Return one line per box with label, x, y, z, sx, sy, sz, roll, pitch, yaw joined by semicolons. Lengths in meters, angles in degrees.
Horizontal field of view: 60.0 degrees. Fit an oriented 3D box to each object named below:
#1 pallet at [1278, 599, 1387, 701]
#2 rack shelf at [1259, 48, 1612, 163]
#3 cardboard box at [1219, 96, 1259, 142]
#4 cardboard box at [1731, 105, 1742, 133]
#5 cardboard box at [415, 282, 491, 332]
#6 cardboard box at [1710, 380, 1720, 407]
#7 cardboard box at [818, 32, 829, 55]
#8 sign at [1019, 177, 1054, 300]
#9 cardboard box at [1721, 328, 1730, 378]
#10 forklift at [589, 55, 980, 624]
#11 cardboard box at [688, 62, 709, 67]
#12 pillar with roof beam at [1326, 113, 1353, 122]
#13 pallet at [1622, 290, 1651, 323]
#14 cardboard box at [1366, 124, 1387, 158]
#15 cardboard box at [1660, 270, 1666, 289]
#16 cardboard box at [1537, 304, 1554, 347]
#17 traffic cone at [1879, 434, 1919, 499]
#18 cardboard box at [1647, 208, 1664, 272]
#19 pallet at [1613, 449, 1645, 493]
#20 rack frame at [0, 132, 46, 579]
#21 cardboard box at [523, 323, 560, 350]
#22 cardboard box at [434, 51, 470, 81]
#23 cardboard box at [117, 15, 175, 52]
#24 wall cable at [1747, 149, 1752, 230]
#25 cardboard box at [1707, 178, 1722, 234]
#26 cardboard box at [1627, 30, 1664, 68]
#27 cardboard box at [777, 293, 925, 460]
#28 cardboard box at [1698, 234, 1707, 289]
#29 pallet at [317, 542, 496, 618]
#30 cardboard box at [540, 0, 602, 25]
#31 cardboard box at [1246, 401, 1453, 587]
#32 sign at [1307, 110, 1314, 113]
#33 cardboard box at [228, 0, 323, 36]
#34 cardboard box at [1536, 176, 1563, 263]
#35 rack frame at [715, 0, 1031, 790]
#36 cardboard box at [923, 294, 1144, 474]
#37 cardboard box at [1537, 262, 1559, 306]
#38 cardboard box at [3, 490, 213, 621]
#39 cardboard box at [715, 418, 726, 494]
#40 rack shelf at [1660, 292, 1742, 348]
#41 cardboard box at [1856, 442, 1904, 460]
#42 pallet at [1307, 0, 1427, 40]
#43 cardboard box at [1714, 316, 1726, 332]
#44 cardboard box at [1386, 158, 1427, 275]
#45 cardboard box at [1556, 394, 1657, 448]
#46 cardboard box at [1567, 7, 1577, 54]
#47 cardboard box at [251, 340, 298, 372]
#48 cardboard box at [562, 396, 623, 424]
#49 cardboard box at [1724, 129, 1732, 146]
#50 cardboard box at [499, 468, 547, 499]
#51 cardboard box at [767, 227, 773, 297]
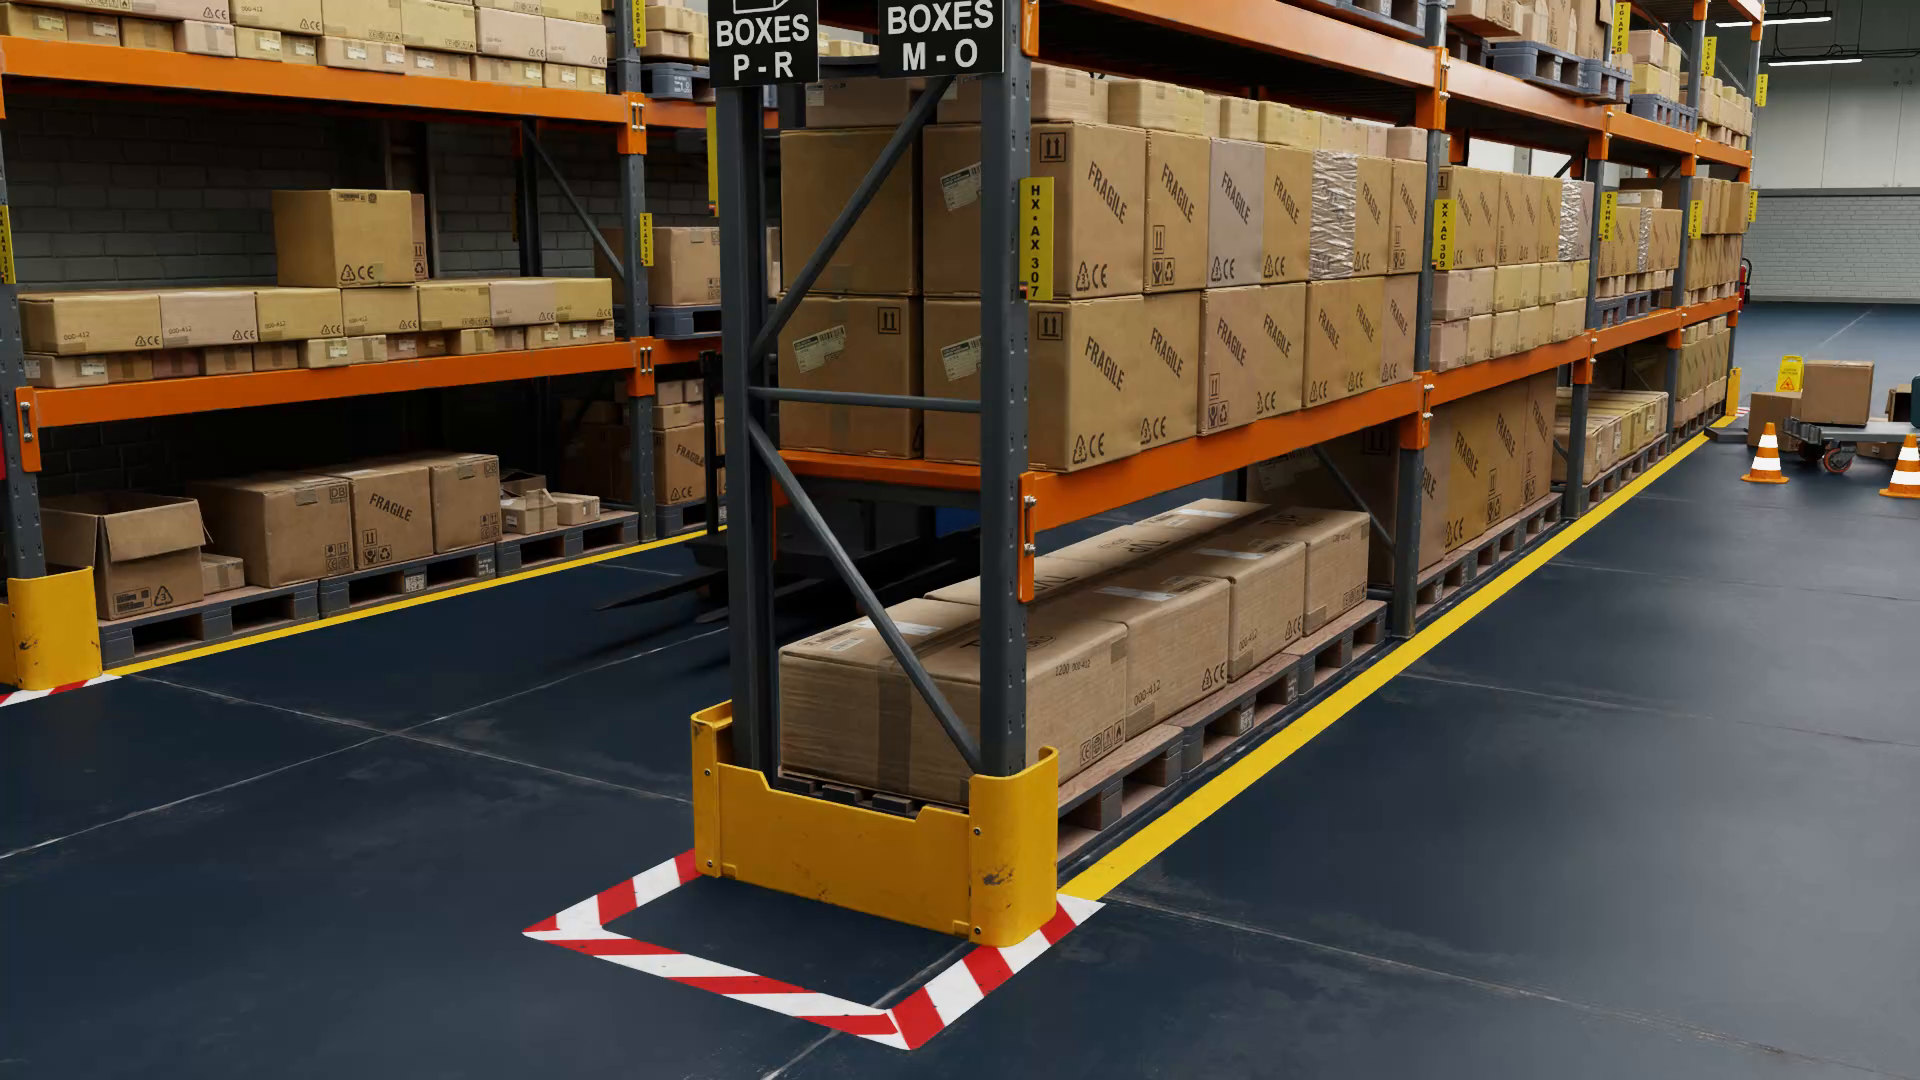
pallet;1.350;0.451;7.884;1.003;0.211;1.213;6;12;31
rack shelf;2.850;-2.467;9.697;1.077;0.370;4.000;6;12;31
cardboard box;0.842;-1.494;5.945;0.380;0.149;0.250;7;12;31
cardboard box;7.479;-4.198;16.590;0.500;0.250;0.500;7;13;32
cardboard box;-3.006;-1.317;9.350;0.500;0.250;0.500;6;12;30
cardboard box;7.576;-1.540;17.274;0.500;0.250;0.500;6;12;31
cardboard box;-1.153;-3.511;11.779;0.380;0.149;0.250;6;12;31
sign;0.206;-0.813;4.491;0.100;0.325;0.005;6;12;31
cardboard box;7.849;-1.991;17.647;0.500;0.500;0.500;6;12;31
forklift;-0.788;-1.118;8.875;1.130;2.935;3.031;5;12;26
cardboard box;-1.726;-3.207;10.966;0.380;0.149;0.250;7;12;31
pillar with roof beam;9.460;-6.850;23.004;9.100;9.000;0.400;6;12;31
pallet;4.881;-1.881;13.289;1.003;0.211;1.213;6;12;31
cardboard box;1.694;-1.781;7.479;0.380;0.149;0.250;7;13;32
cardboard box;5.679;-2.182;13.911;0.380;0.149;0.250;6;12;30
cardboard box;3.321;-1.323;10.191;0.500;0.250;0.500;6;12;30
traffic cone;7.222;-0.573;12.671;0.336;0.463;0.334;6;12;31
cardboard box;5.392;-2.438;13.519;0.500;0.500;0.500;7;13;33
pallet;4.930;-0.604;13.520;1.003;0.211;1.213;6;12;31
rack frame;-4.509;-0.876;7.396;1.000;3.000;0.127;6;12;31
cardboard box;-2.613;-1.221;9.922;0.380;0.149;0.250;7;13;32
cardboard box;-2.939;-2.614;9.212;0.380;0.149;0.250;7;13;33
cardboard box;-3.884;-2.337;7.733;0.380;0.149;0.250;6;12;31
wall cable;20.901;-9.847;47.448;3.097;2.526;0.112;6;12;31
cardboard box;6.663;-3.103;15.496;0.700;0.500;0.500;6;12;31
cardboard box;5.262;-3.877;13.180;0.500;0.250;0.500;7;12;32
cardboard box;-0.241;-0.553;5.398;0.500;0.500;0.500;6;12;31
cardboard box;6.672;-2.609;15.572;0.500;0.500;0.500;6;12;30
pallet;-3.422;0.166;9.408;1.003;0.211;1.213;6;12;31
cardboard box;-2.489;-3.195;9.874;0.500;0.250;0.500;6;12;31
cardboard box;2.065;-0.299;8.945;0.875;0.875;0.875;7;13;32
sign;4.254;-5.209;20.199;0.100;0.325;0.005;6;12;31
cardboard box;-3.523;-2.628;8.201;0.500;0.250;0.500;6;12;29
cardboard box;3.321;-1.936;10.069;0.500;0.500;0.500;6;12;31
rack frame;-0.265;-0.402;4.866;1.000;3.000;0.127;6;12;31
cardboard box;0.230;-0.500;5.114;0.500;0.500;0.500;6;12;30
cardboard box;3.343;-1.569;10.145;0.500;0.250;0.500;6;12;29
cardboard box;-4.111;0.057;8.053;0.797;0.503;0.637;6;12;28
cardboard box;-1.721;-0.622;11.692;0.500;0.500;0.500;6;12;30
rack shelf;7.003;-2.251;16.694;1.077;0.370;4.000;6;12;31
cardboard box;8.222;-0.869;14.788;0.258;0.266;0.396;-2;11;-9
pallet;1.378;-2.335;7.277;1.003;0.211;1.213;6;12;31
cardboard box;7.716;-2.246;17.245;0.380;0.149;0.250;7;13;32
cardboard box;1.803;-1.471;7.588;0.500;0.500;0.500;6;12;30
cardboard box;5.325;-1.008;14.103;0.950;0.372;0.625;7;13;34
cardboard box;3.472;-3.025;9.949;0.396;0.266;0.258;6;12;29
cardboard box;-3.588;-0.943;8.438;0.380;0.149;0.250;7;12;32
cardboard box;-2.488;-0.887;11.345;0.380;0.149;0.250;6;12;28
cardboard box;7.336;-3.941;16.299;0.380;0.149;0.250;6;12;30
cardboard box;-2.978;-0.309;10.531;0.500;0.311;0.500;7;13;33
cardboard box;-1.721;-1.897;11.436;0.700;0.500;0.500;7;12;31
